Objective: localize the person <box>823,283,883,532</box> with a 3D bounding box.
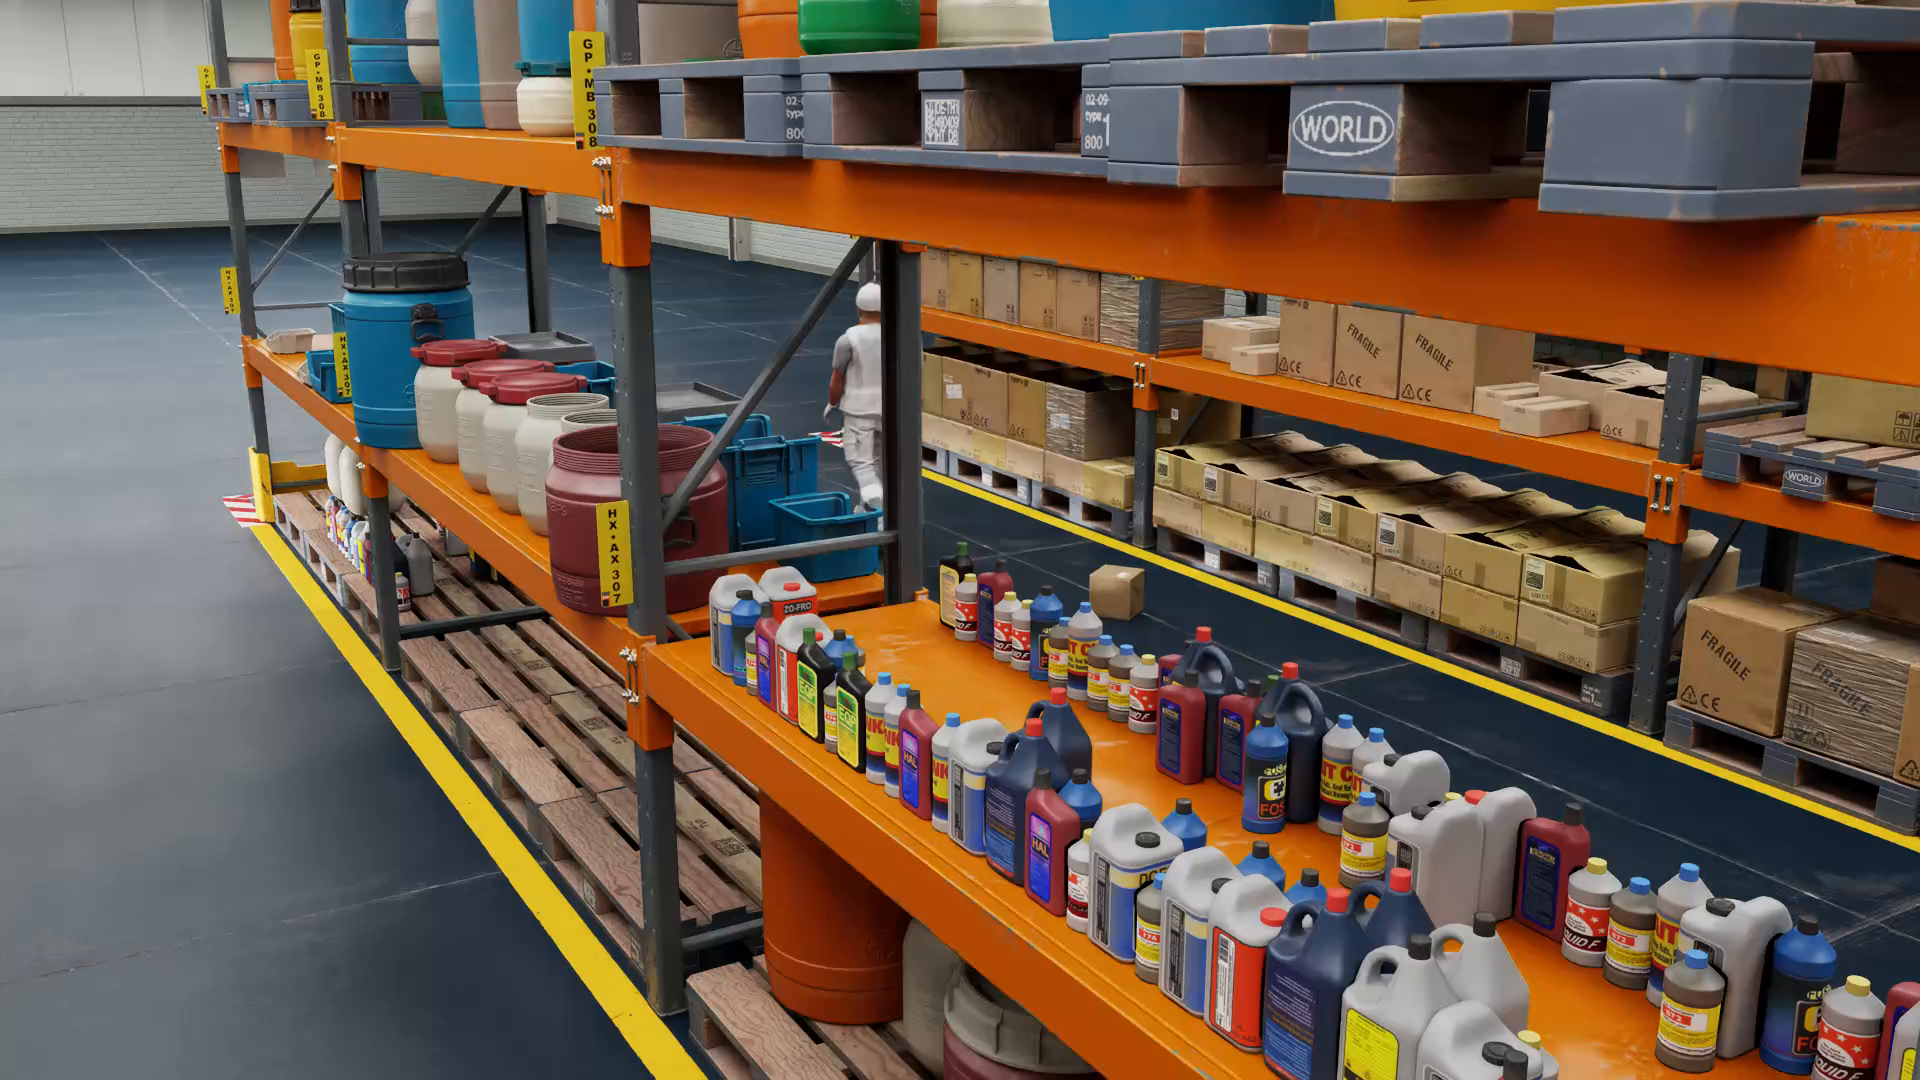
[{"bbox_3d":[-0.626,-0.874,11.307,0.533,1.751,1.020,-6,16,-23],"label":"person"}]
